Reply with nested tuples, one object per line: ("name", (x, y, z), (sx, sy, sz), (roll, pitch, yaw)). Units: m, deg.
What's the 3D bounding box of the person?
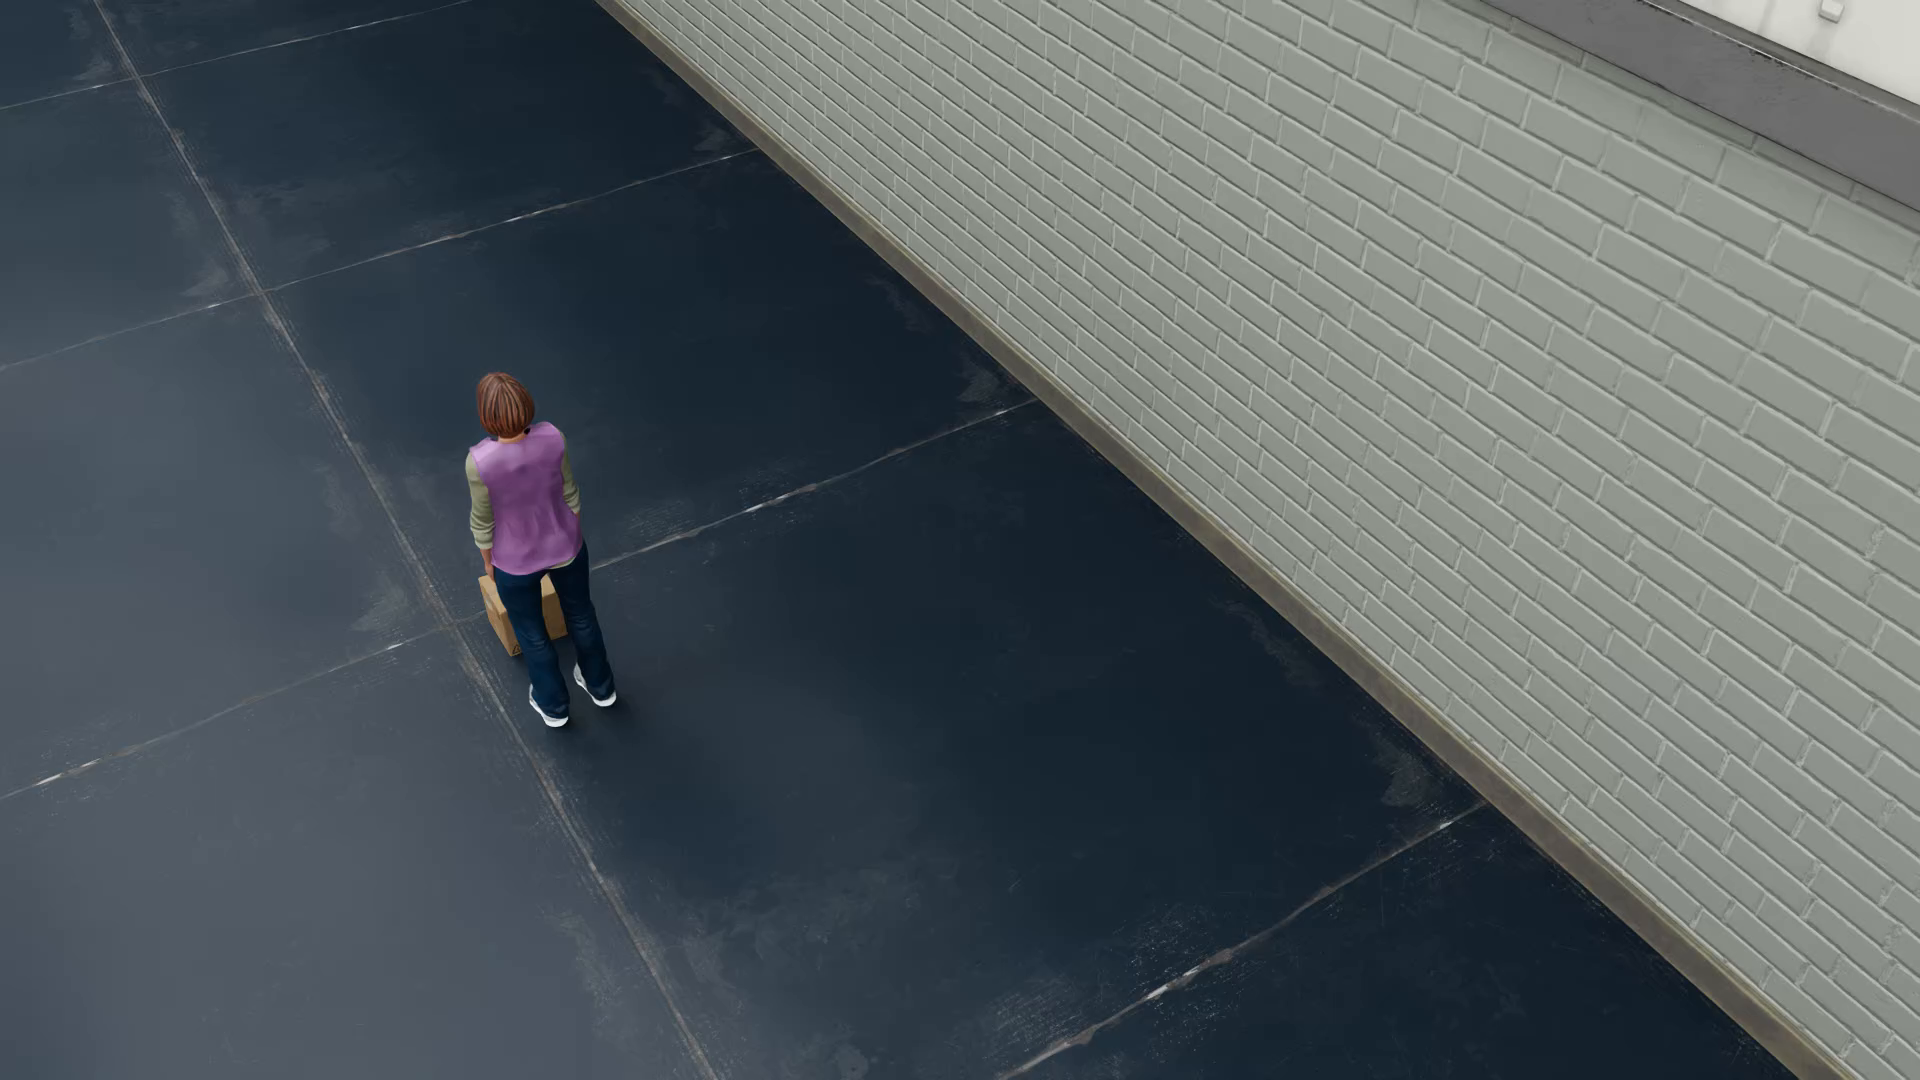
("person", (-1.566, 0.044, 6.116), (0.405, 1.597, 0.301), (-22, 46, -23))
